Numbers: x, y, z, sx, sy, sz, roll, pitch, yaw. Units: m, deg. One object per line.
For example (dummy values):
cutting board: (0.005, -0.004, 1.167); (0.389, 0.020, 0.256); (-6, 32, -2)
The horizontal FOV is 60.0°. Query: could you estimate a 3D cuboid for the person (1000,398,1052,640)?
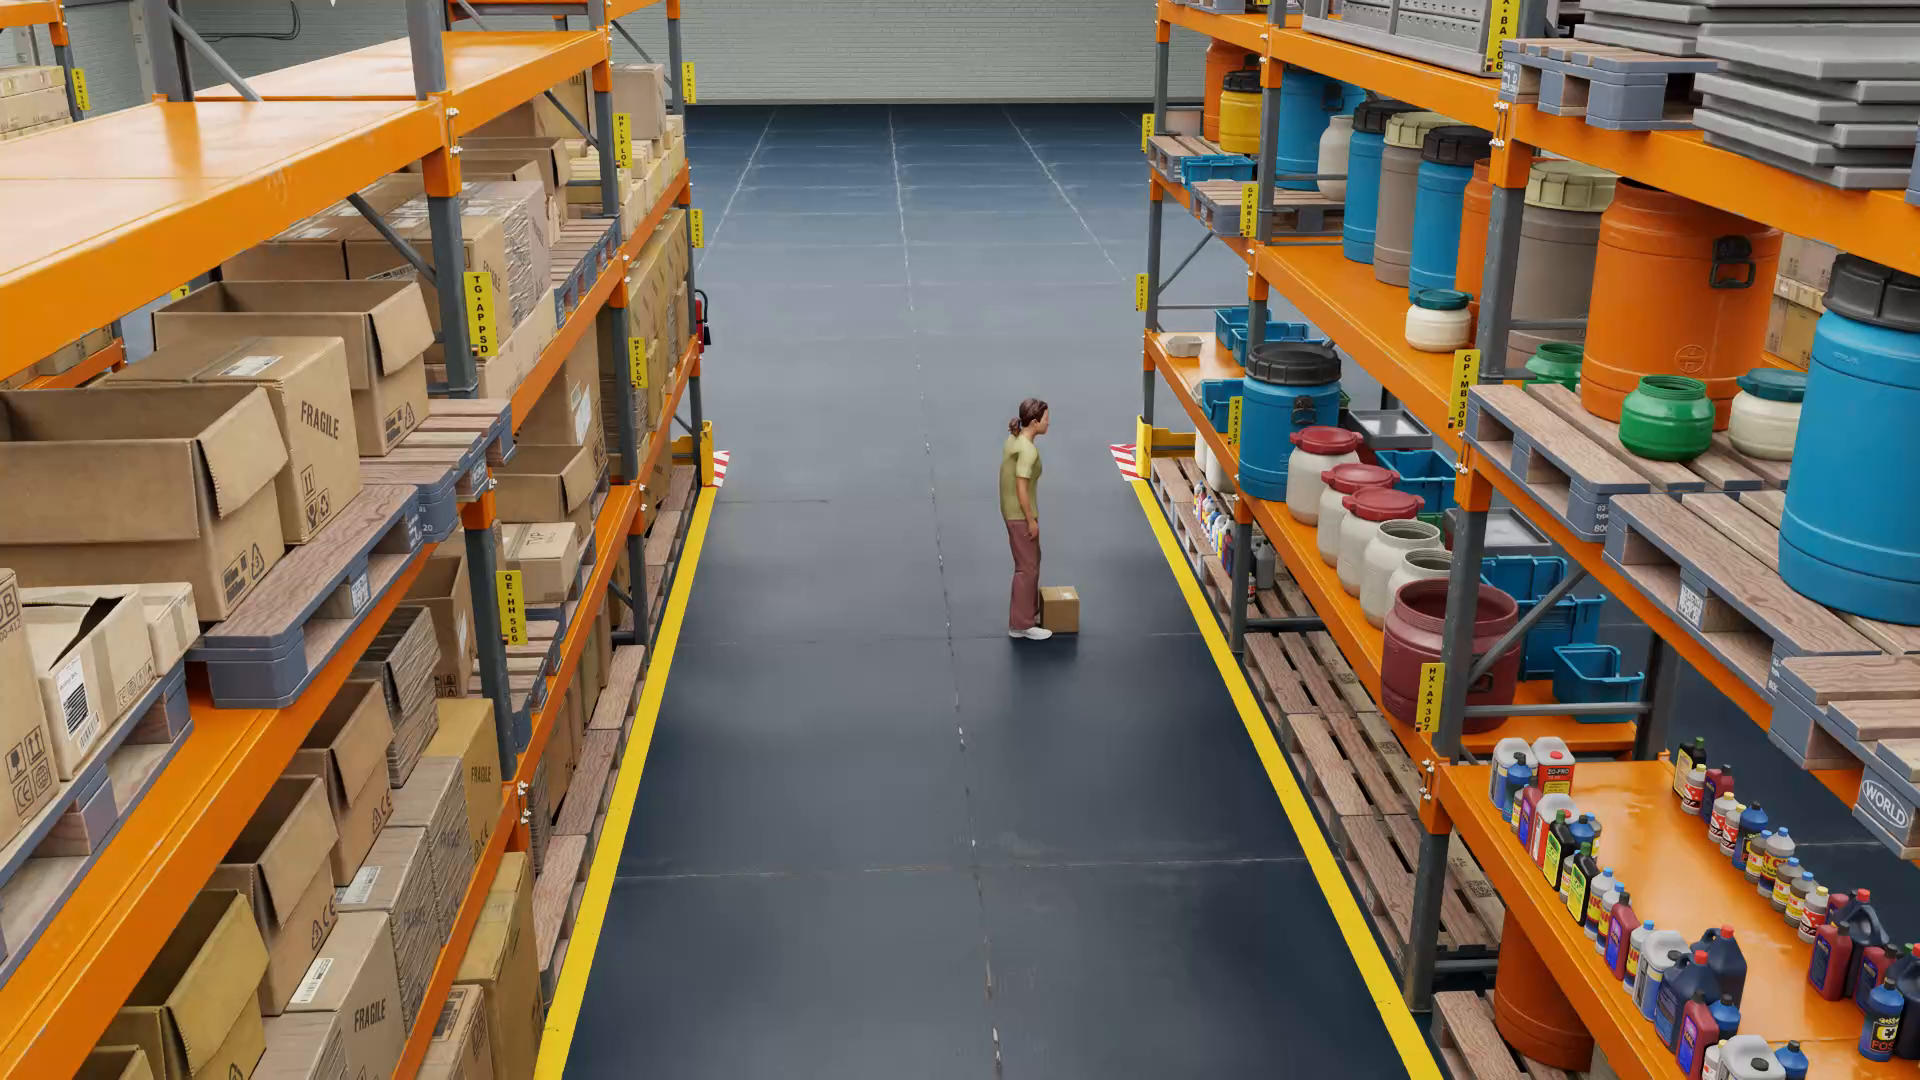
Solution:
person: (0.482, -0.169, 11.530); (0.408, 1.673, 0.519); (-2, 21, -5)
